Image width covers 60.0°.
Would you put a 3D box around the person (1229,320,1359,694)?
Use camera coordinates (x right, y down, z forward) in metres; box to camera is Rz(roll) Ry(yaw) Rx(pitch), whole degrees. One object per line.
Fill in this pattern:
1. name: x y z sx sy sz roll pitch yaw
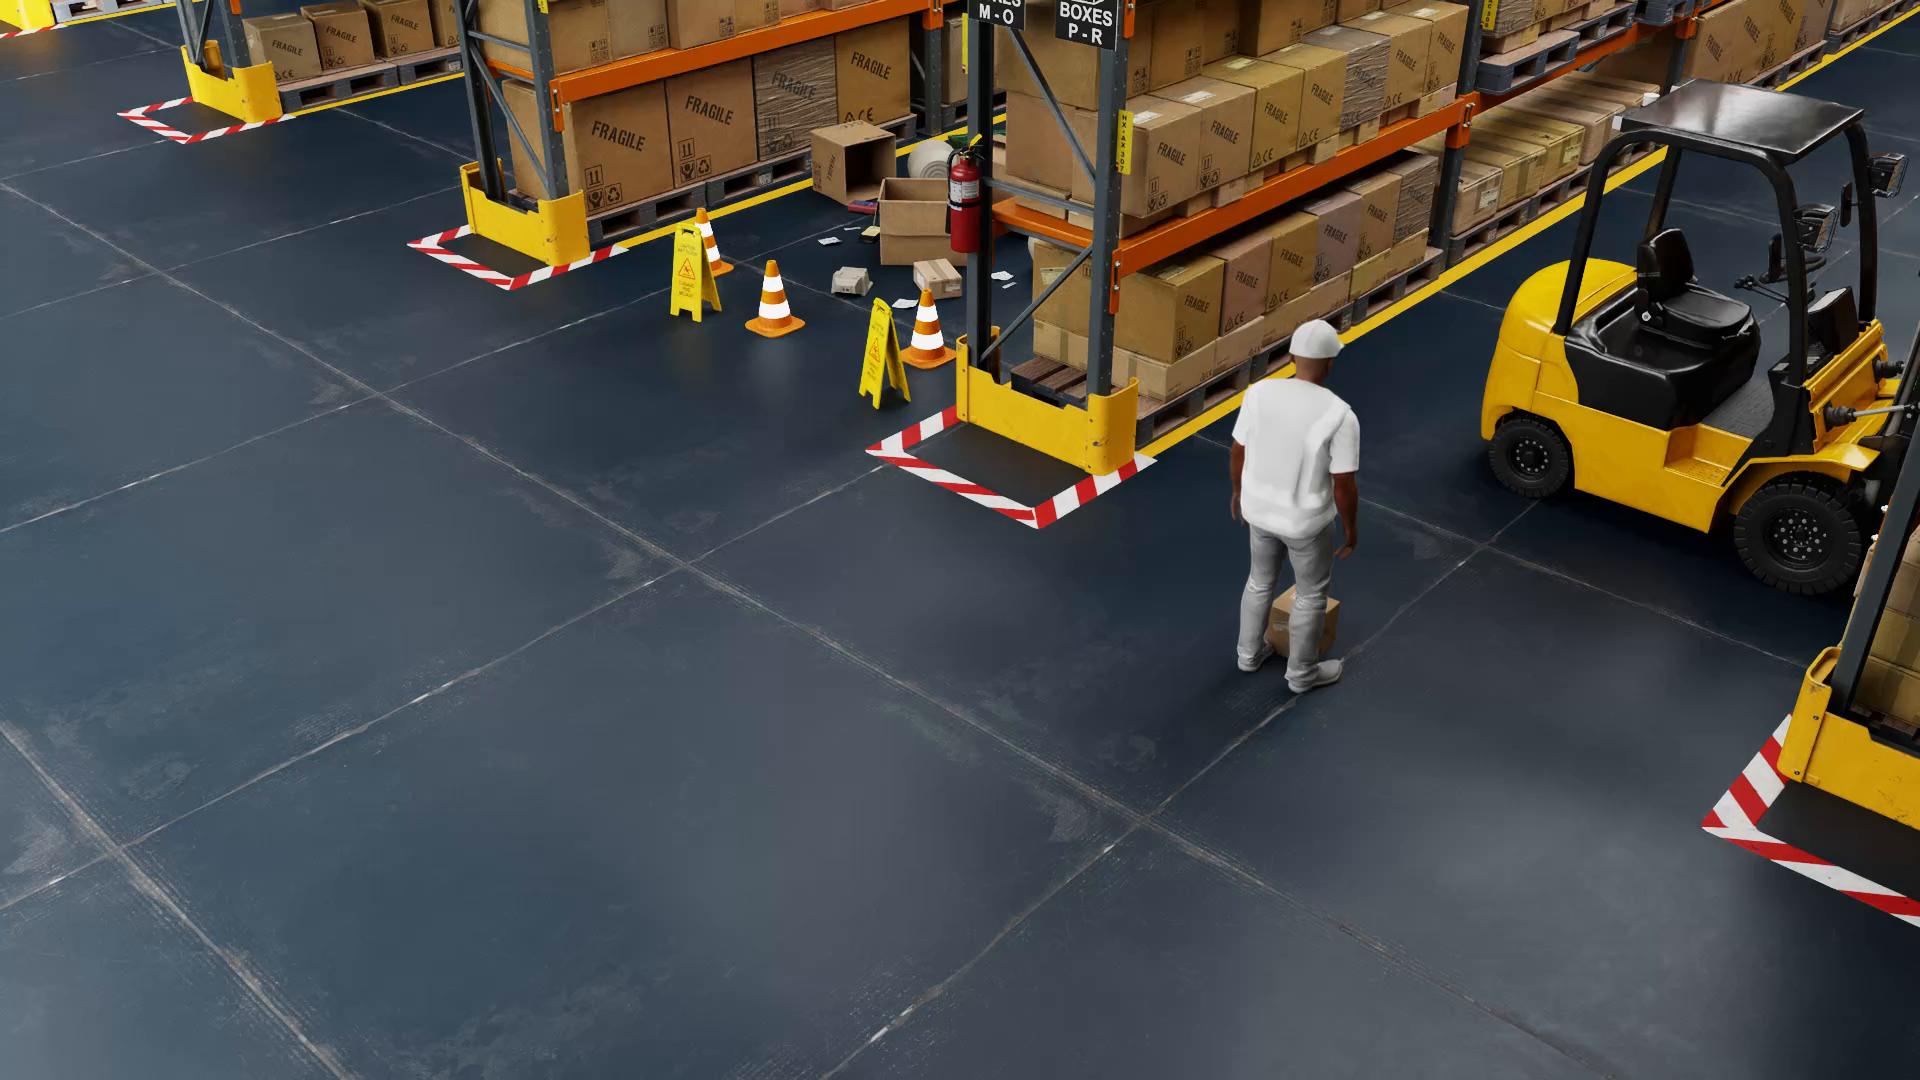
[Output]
1. person: 1.502 -0.144 7.480 0.627 1.759 0.462 23 38 33
